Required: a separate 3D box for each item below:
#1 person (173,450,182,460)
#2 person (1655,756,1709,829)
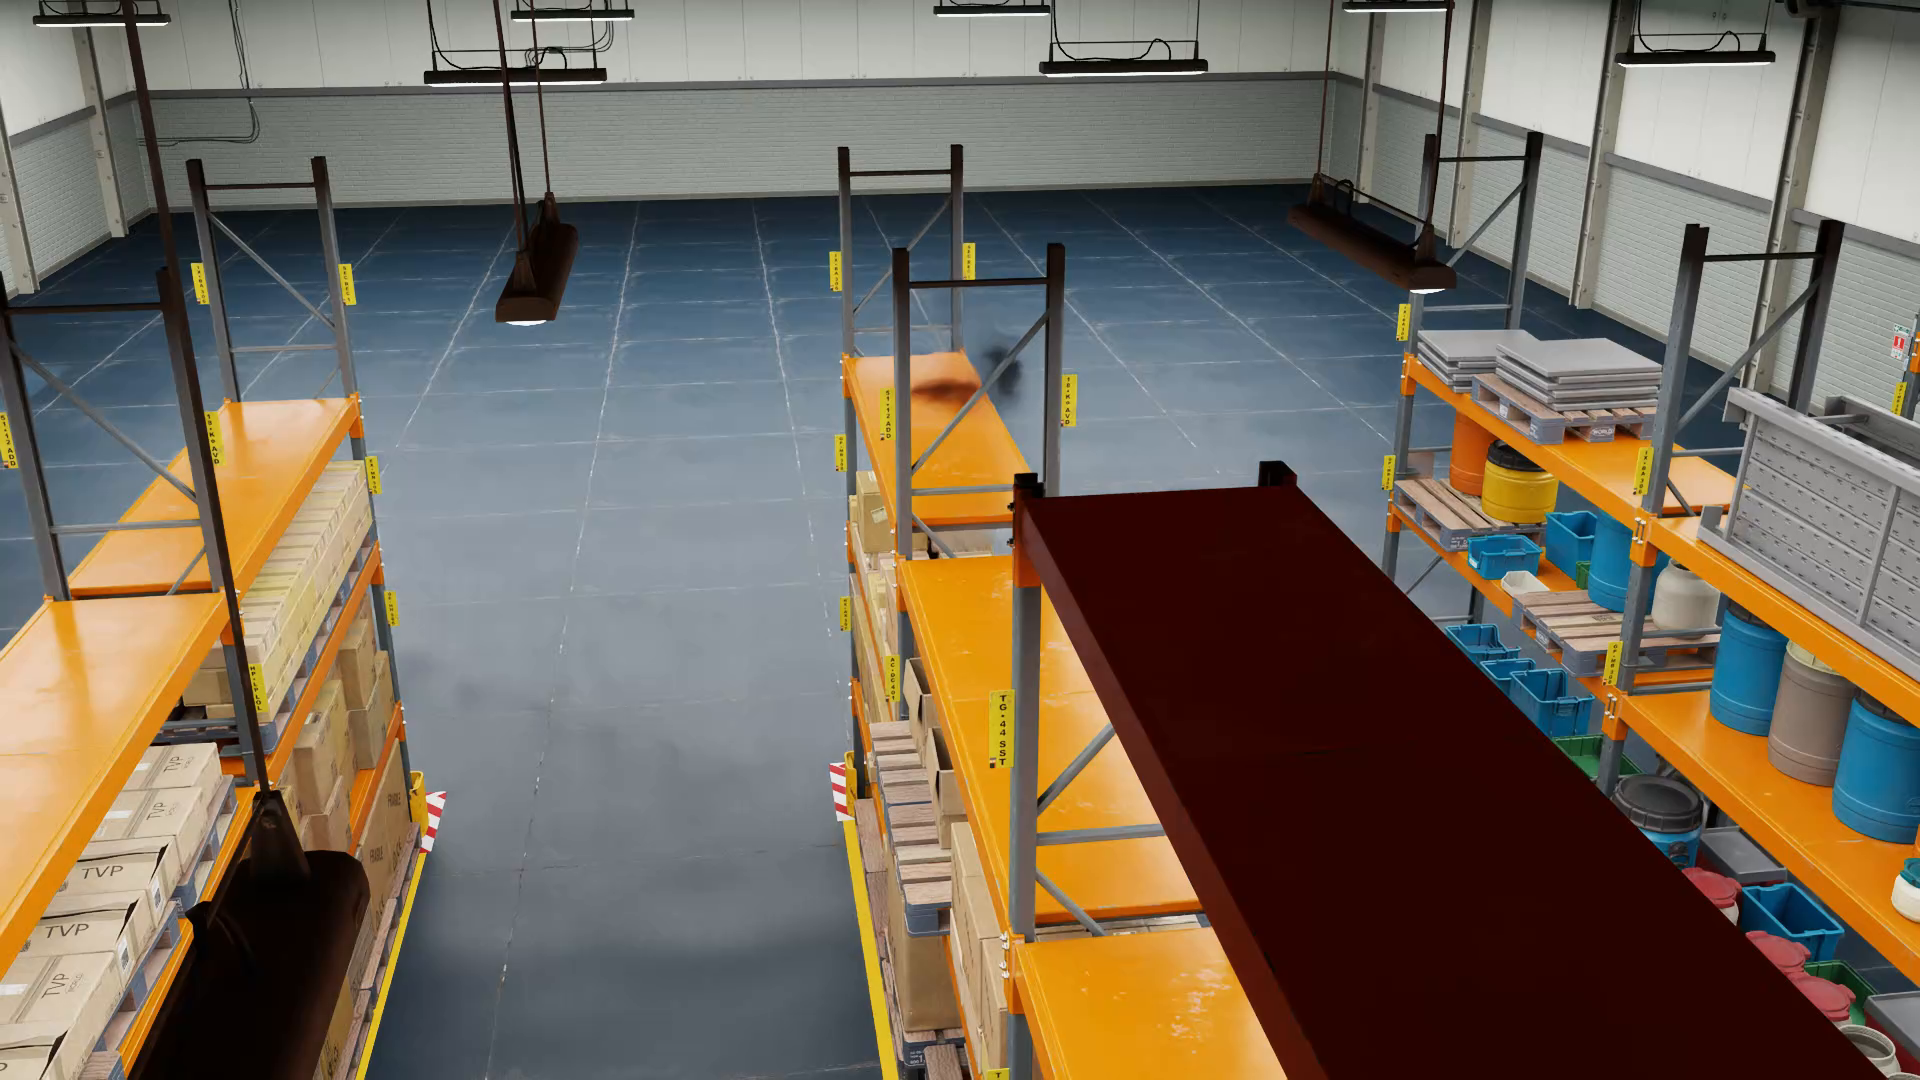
[{"bbox_3d":[-9.280,-0.273,20.107,0.518,1.673,0.616,17,27,36],"label":"person"},{"bbox_3d":[6.359,2.247,14.546,0.368,0.903,0.754,-5,22,-11],"label":"person"}]
